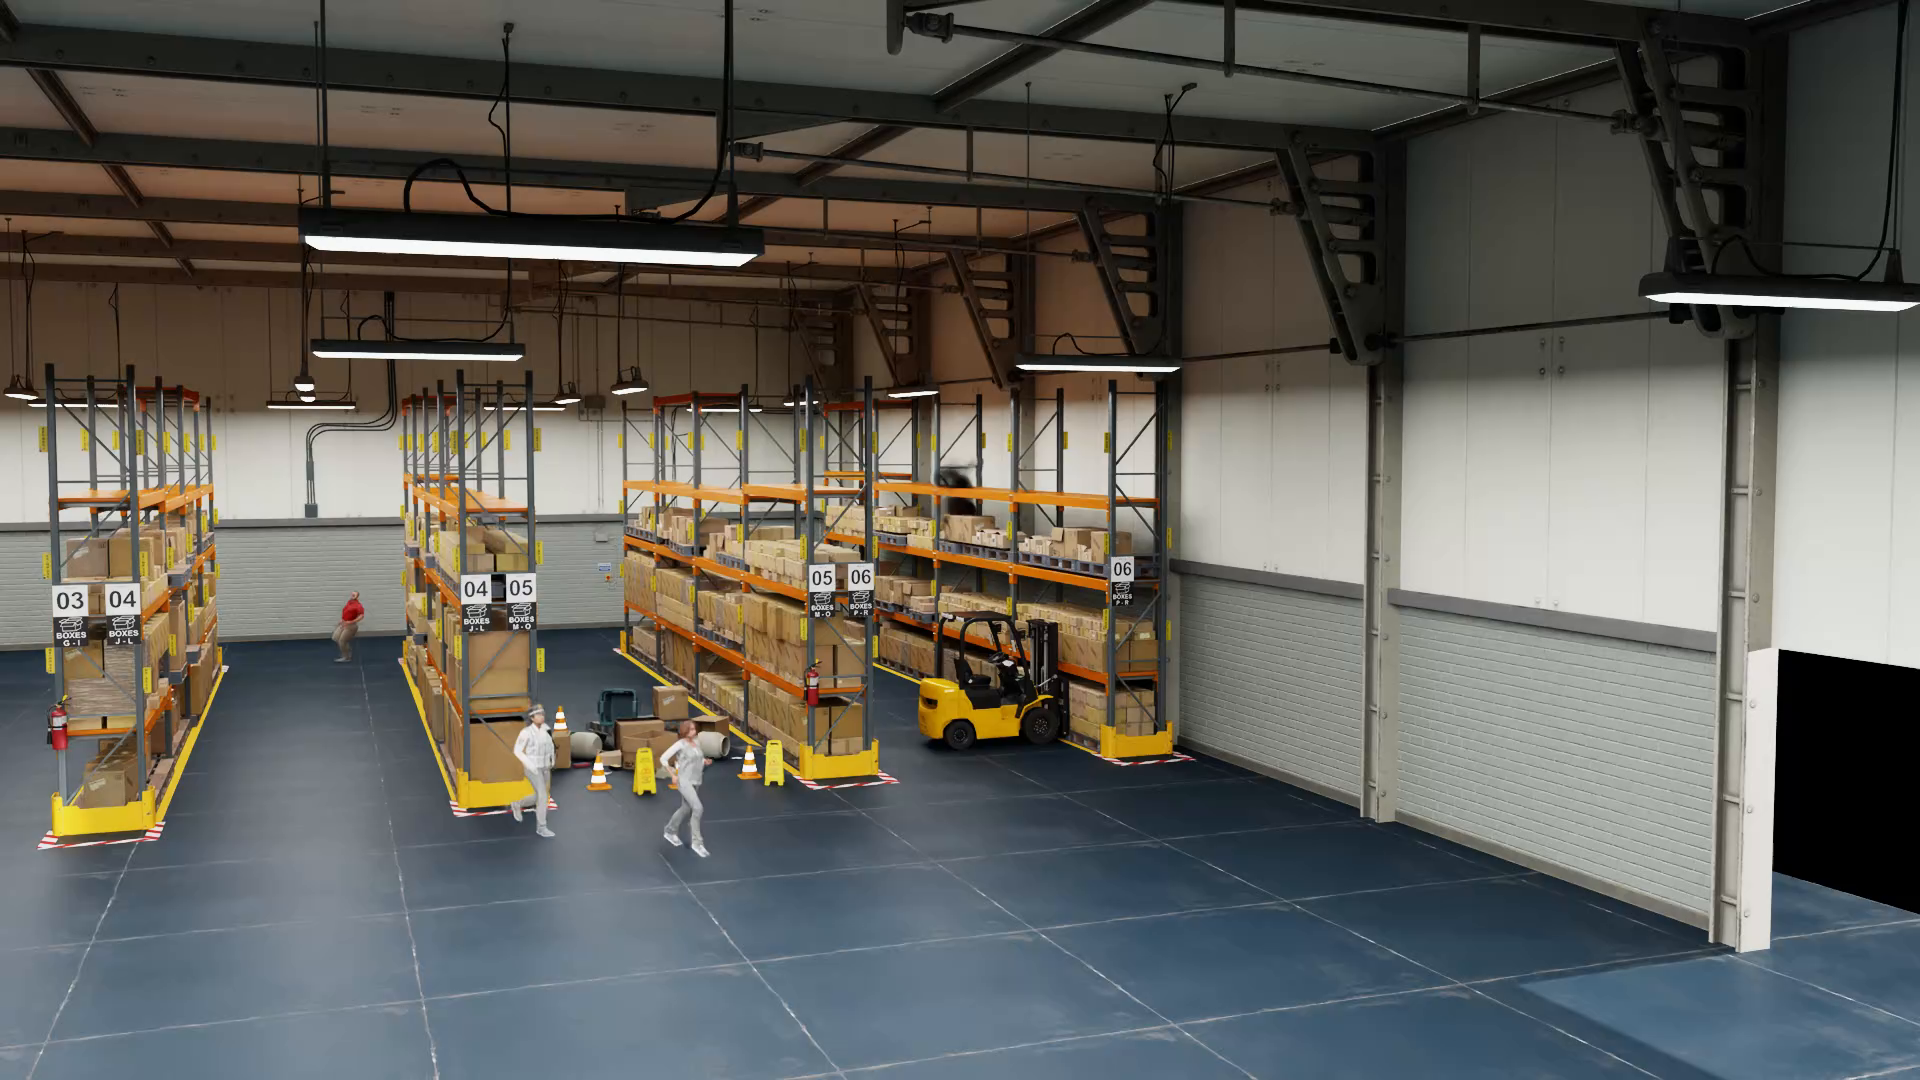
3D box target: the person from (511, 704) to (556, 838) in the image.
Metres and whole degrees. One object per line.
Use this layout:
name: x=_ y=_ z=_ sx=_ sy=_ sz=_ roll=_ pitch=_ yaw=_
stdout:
person: x=-5.448 y=2.924 z=21.278 sx=0.711 sy=1.690 sz=0.635 roll=2 pitch=4 yaw=31

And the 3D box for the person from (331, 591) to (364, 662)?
person: x=-13.944 y=1.968 z=37.801 sx=0.750 sy=1.636 sz=0.548 roll=3 pitch=5 yaw=42

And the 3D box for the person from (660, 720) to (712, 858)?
person: x=-3.330 y=3.008 z=20.259 sx=0.741 sy=1.642 sz=0.510 roll=1 pitch=4 yaw=23
